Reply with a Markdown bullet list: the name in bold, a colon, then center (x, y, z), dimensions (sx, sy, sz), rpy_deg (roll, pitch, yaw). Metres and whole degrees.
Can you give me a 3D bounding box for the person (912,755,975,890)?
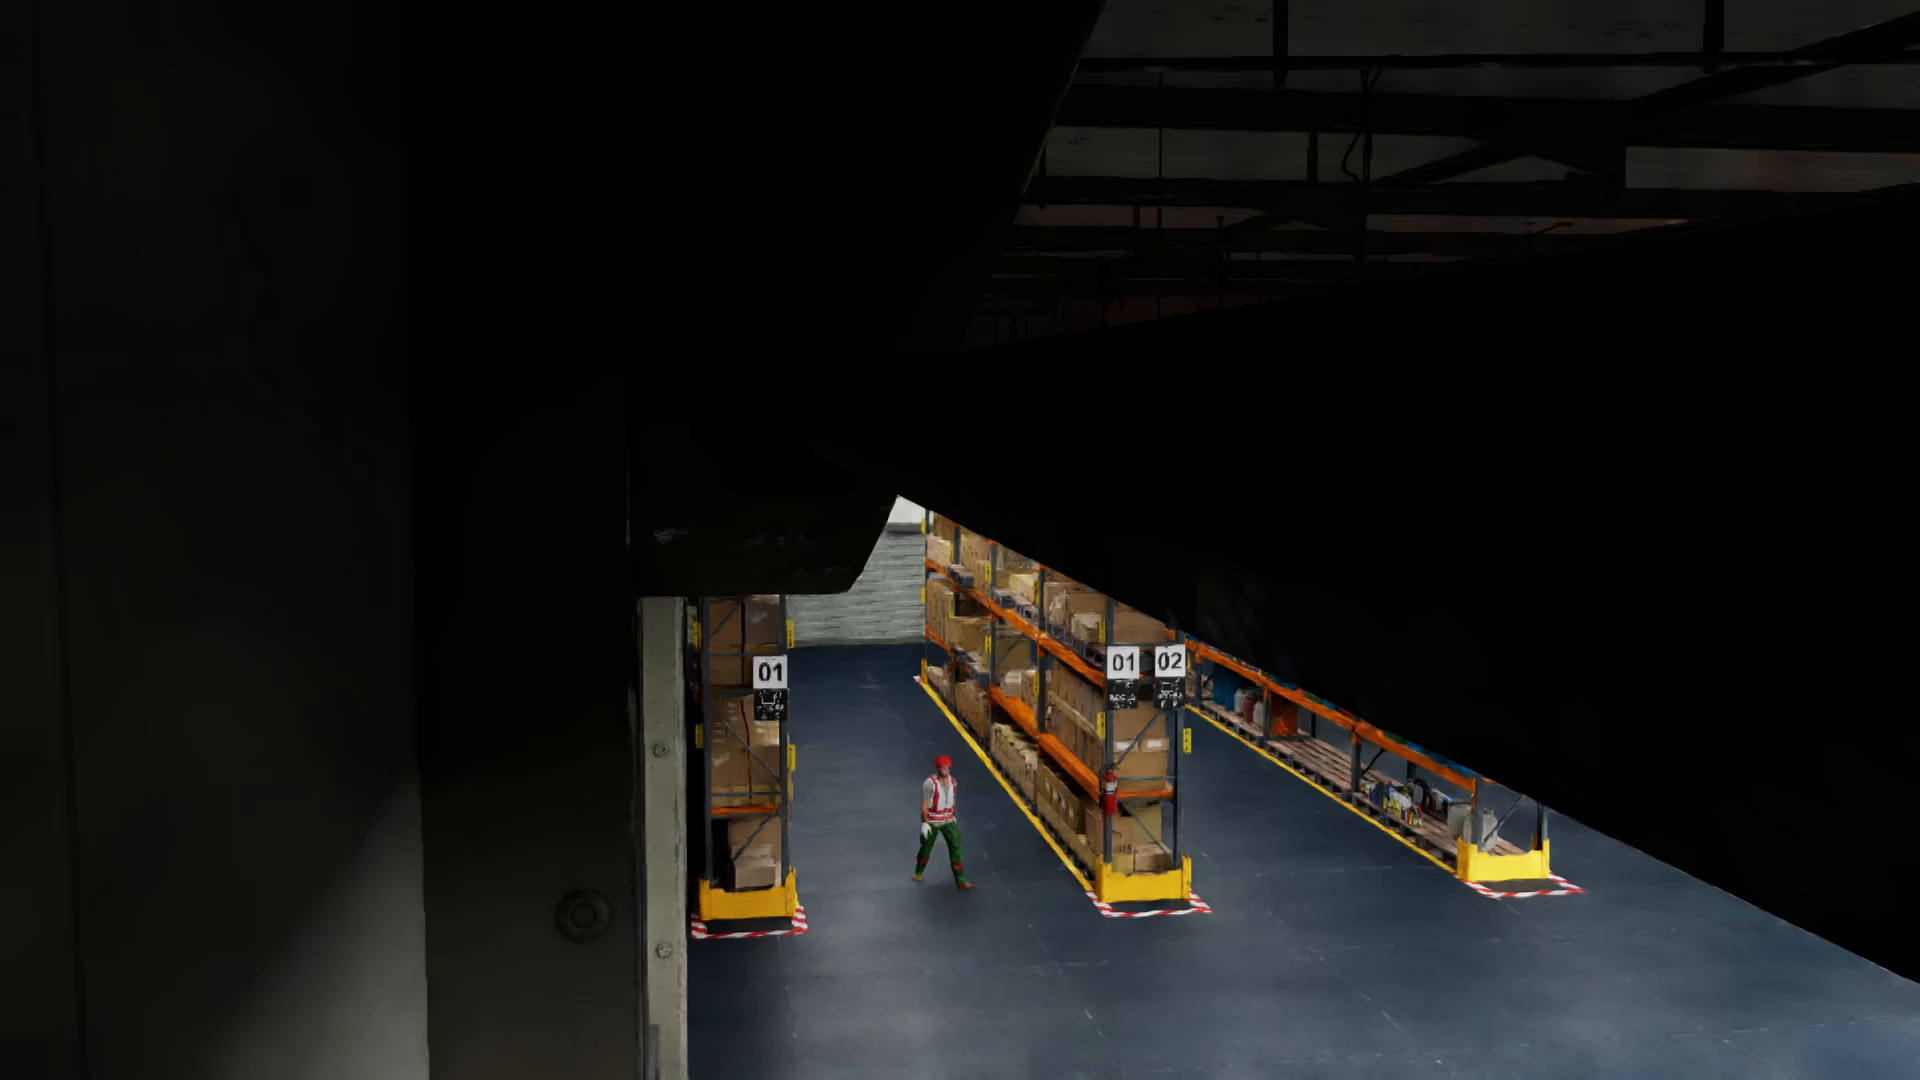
- **person**: center (-0.239, 3.597, 21.294), dimensions (0.596, 1.743, 0.970), rpy_deg (-3, 6, -32)
